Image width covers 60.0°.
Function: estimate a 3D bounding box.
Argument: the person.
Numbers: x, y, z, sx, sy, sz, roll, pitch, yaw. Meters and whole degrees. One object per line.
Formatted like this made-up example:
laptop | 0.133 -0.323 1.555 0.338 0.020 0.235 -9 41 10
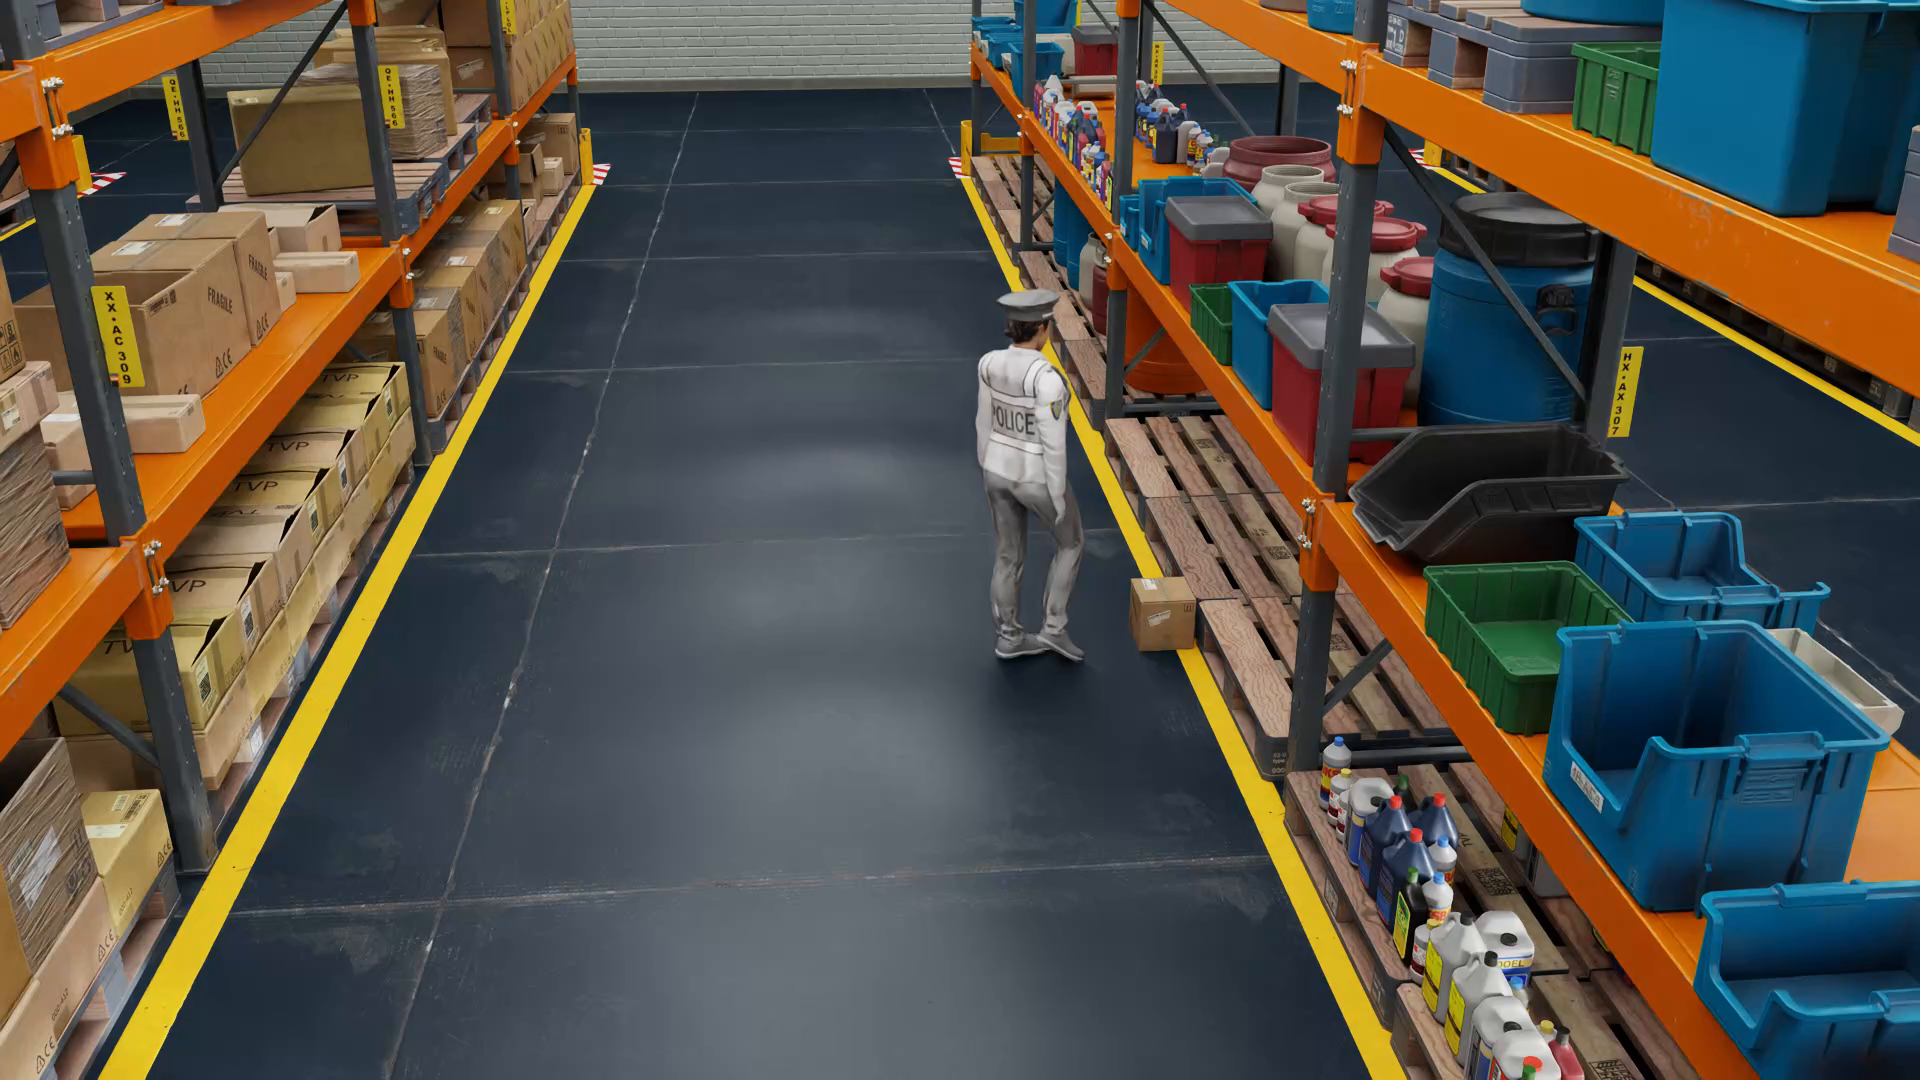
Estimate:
person | 0.298 -0.252 7.185 0.508 1.704 0.414 19 30 36
